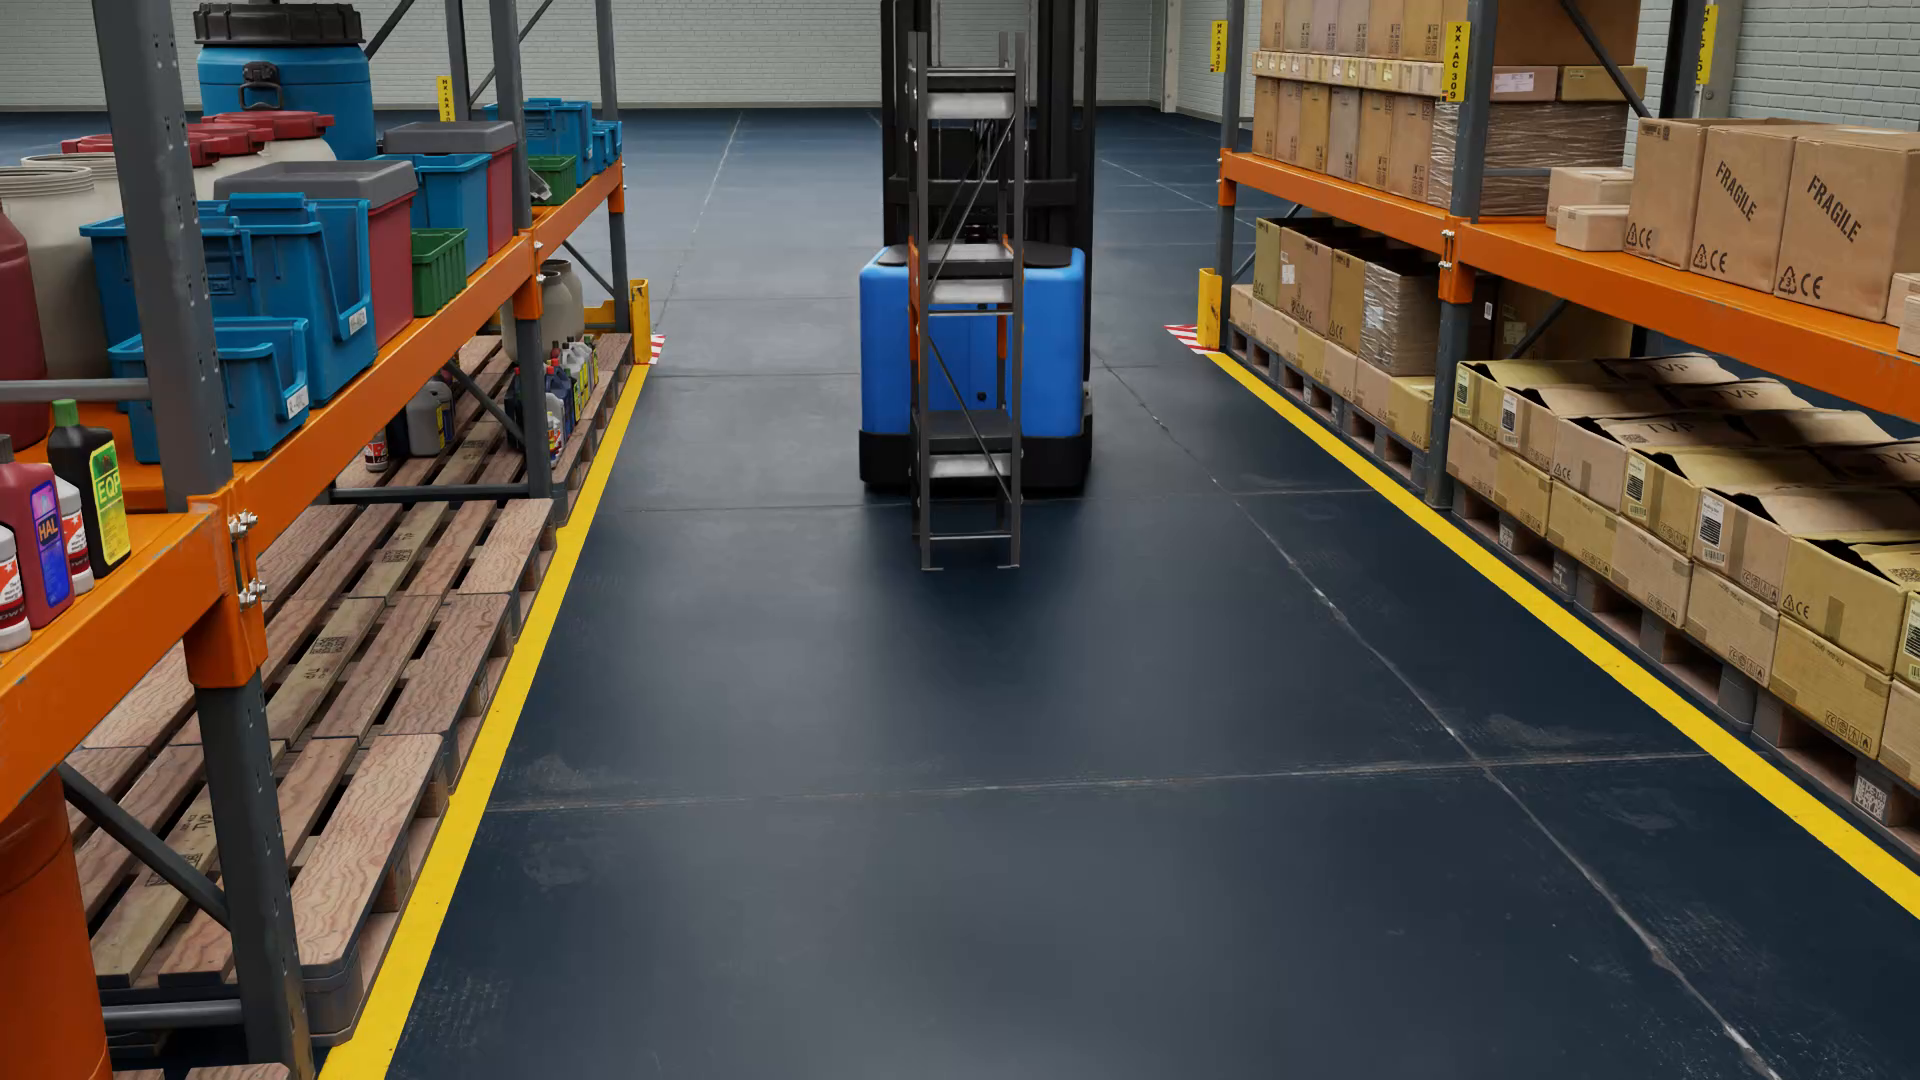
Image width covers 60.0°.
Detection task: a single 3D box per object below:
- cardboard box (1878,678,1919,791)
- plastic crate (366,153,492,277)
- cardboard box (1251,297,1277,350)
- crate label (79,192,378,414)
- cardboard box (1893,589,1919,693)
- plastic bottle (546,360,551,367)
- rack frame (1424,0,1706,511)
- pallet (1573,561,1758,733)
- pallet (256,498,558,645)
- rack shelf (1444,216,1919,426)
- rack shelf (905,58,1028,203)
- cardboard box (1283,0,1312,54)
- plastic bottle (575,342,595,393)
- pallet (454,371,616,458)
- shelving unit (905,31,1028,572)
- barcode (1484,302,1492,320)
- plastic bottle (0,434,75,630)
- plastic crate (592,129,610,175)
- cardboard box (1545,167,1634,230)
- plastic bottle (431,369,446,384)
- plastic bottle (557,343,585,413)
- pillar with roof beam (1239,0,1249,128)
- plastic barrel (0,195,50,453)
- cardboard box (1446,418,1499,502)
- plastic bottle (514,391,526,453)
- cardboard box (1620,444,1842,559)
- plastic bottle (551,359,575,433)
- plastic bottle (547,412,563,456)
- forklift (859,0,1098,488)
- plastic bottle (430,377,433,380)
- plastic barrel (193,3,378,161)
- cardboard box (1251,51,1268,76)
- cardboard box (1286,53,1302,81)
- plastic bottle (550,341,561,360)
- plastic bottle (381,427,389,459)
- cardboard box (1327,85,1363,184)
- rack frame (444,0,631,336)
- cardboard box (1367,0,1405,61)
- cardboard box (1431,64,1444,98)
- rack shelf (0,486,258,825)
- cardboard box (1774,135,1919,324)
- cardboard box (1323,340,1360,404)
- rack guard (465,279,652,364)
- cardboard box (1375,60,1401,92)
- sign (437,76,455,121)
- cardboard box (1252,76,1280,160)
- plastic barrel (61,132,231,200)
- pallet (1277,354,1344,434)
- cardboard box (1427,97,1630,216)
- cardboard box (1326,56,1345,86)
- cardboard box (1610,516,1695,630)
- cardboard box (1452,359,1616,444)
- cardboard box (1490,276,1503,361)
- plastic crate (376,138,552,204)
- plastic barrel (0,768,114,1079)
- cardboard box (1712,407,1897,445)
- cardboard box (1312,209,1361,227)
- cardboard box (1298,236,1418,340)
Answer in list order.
[{"bbox_3d":[2.772,0.557,4.286,0.500,0.250,0.500,-1,17,-4],"label":"cardboard box"},{"bbox_3d":[-1.848,-1.119,5.760,0.392,0.384,0.575,-2,18,-6],"label":"plastic crate"},{"bbox_3d":[2.133,-1.362,10.398,0.500,0.250,0.500,-2,18,-6],"label":"cardboard box"},{"bbox_3d":[-1.692,-0.575,3.942,0.502,0.435,0.616,-2,18,-6],"label":"crate label"},{"bbox_3d":[2.770,0.290,4.199,0.500,0.311,0.500,-1,17,-4],"label":"cardboard box"},{"bbox_3d":[-2.167,-0.852,8.820,0.097,0.201,0.097,0,17,0],"label":"plastic bottle"},{"bbox_3d":[2.656,-1.597,7.258,1.000,3.000,0.127,-2,18,-6],"label":"rack frame"},{"bbox_3d":[2.900,0.316,5.819,1.003,0.211,1.213,-2,18,-6],"label":"pallet"},{"bbox_3d":[-2.152,0.118,6.450,1.003,0.211,1.213,-2,18,-6],"label":"pallet"},{"bbox_3d":[2.862,-0.658,5.467,1.077,0.370,4.000,-2,18,-6],"label":"rack shelf"},{"bbox_3d":[0.017,-1.607,6.500,0.431,0.518,0.480,-2,18,-6],"label":"rack shelf"},{"bbox_3d":[2.344,-3.144,9.851,0.700,0.500,0.500,-2,18,-7],"label":"cardboard box"},{"bbox_3d":[-2.060,-0.938,8.970,0.152,0.276,0.135,-2,18,-5],"label":"plastic bottle"},{"bbox_3d":[-2.428,-0.681,8.993,1.003,0.211,1.213,-2,18,-6],"label":"pallet"},{"bbox_3d":[0.017,-0.952,6.705,0.431,2.100,0.503,-2,18,-6],"label":"shelving unit"},{"bbox_3d":[2.268,-0.984,7.139,0.001,0.075,0.075,-2,18,-6],"label":"barcode"},{"bbox_3d":[-1.369,-0.022,2.434,0.061,0.283,0.133,-2,18,-6],"label":"plastic bottle"},{"bbox_3d":[-2.273,-2.233,9.530,0.499,0.251,0.408,-2,18,-6],"label":"plastic crate"},{"bbox_3d":[2.750,-1.381,6.817,0.500,0.250,0.500,-1,17,-2],"label":"cardboard box"},{"bbox_3d":[-2.578,-0.707,8.221,0.061,0.283,0.133,-2,18,-6],"label":"plastic bottle"},{"bbox_3d":[-2.005,-0.828,8.494,0.144,0.351,0.185,-2,18,-6],"label":"plastic bottle"},{"bbox_3d":[1.346,-12.641,32.419,9.100,9.000,0.400,-2,18,-6],"label":"pillar with roof beam"},{"bbox_3d":[-2.208,-0.448,3.368,0.600,0.536,0.708,-2,18,-6],"label":"plastic barrel"},{"bbox_3d":[2.451,-0.358,7.199,0.500,0.250,0.500,-2,18,-7],"label":"cardboard box"},{"bbox_3d":[-2.035,-0.560,7.753,0.061,0.283,0.133,-2,18,-6],"label":"plastic bottle"},{"bbox_3d":[2.611,-0.165,5.647,0.500,0.311,0.500,-1,17,-4],"label":"cardboard box"},{"bbox_3d":[-1.961,-0.701,8.091,0.144,0.351,0.185,-3,18,-8],"label":"plastic bottle"},{"bbox_3d":[-1.889,-0.489,7.665,0.097,0.201,0.097,0,17,0],"label":"plastic bottle"},{"bbox_3d":[0.167,-2.034,8.762,1.130,2.935,3.031,1,17,5],"label":"forklift"},{"bbox_3d":[-2.690,-0.741,8.342,0.152,0.276,0.135,-1,17,-5],"label":"plastic bottle"},{"bbox_3d":[-2.533,-1.560,6.302,0.600,0.901,0.708,-2,18,-6],"label":"plastic barrel"},{"bbox_3d":[2.070,-3.023,10.548,0.380,0.149,0.250,-2,18,-6],"label":"cardboard box"},{"bbox_3d":[2.148,-2.795,9.821,0.380,0.149,0.250,-2,18,-6],"label":"cardboard box"},{"bbox_3d":[-2.165,-0.938,8.958,0.061,0.283,0.133,-2,18,-6],"label":"plastic bottle"},{"bbox_3d":[-2.649,-0.493,7.539,0.061,0.283,0.133,-1,17,-3],"label":"plastic bottle"},{"bbox_3d":[2.441,-2.236,9.125,0.700,0.500,0.500,-1,17,-4],"label":"cardboard box"},{"bbox_3d":[-2.684,-2.637,10.570,1.000,3.000,0.127,-2,18,-6],"label":"rack frame"},{"bbox_3d":[2.500,-2.696,8.423,0.700,0.500,0.500,-2,18,-6],"label":"cardboard box"},{"bbox_3d":[2.391,-2.103,7.617,0.380,0.149,0.250,-2,18,-7],"label":"cardboard box"},{"bbox_3d":[-1.652,0.685,1.187,1.077,0.370,4.000,-2,18,-6],"label":"rack shelf"},{"bbox_3d":[2.879,-0.953,5.037,0.500,0.500,0.500,-3,18,-9],"label":"cardboard box"},{"bbox_3d":[2.283,-0.915,8.974,0.500,0.250,0.500,-2,18,-6],"label":"cardboard box"},{"bbox_3d":[-2.629,-1.423,10.877,1.175,0.500,0.348,-2,18,-6],"label":"rack guard"},{"bbox_3d":[2.312,-2.332,8.348,0.380,0.149,0.250,-2,18,-6],"label":"cardboard box"},{"bbox_3d":[-3.231,-2.754,10.478,0.100,0.325,0.005,-2,18,-6],"label":"sign"},{"bbox_3d":[2.279,-2.697,10.594,0.700,0.500,0.500,-2,18,-6],"label":"cardboard box"},{"bbox_3d":[-2.270,-0.871,4.717,0.433,0.535,0.433,0,17,0],"label":"plastic barrel"},{"bbox_3d":[2.487,-0.870,9.594,1.003,0.211,1.213,-2,18,-6],"label":"pallet"},{"bbox_3d":[2.604,-1.777,7.663,0.700,0.500,0.500,-2,18,-7],"label":"cardboard box"},{"bbox_3d":[2.227,-2.565,9.089,0.380,0.149,0.250,-2,18,-5],"label":"cardboard box"},{"bbox_3d":[2.610,0.100,5.740,0.500,0.250,0.500,-1,17,-5],"label":"cardboard box"},{"bbox_3d":[2.451,-0.623,7.106,0.500,0.311,0.500,-2,18,-5],"label":"cardboard box"},{"bbox_3d":[2.860,-1.140,8.439,0.500,0.500,0.500,-2,18,-6],"label":"cardboard box"},{"bbox_3d":[-2.199,-1.576,7.292,0.767,0.338,0.504,-2,18,-6],"label":"plastic crate"},{"bbox_3d":[-1.791,0.726,2.777,0.600,0.830,0.708,-2,18,-6],"label":"plastic barrel"},{"bbox_3d":[3.092,-0.338,6.199,0.500,0.311,0.500,-2,18,-6],"label":"cardboard box"},{"bbox_3d":[2.595,-1.885,10.811,0.500,0.500,0.500,-2,18,-6],"label":"cardboard box"},{"bbox_3d":[2.230,-1.422,9.336,0.500,0.500,0.500,-2,18,-6],"label":"cardboard box"}]
